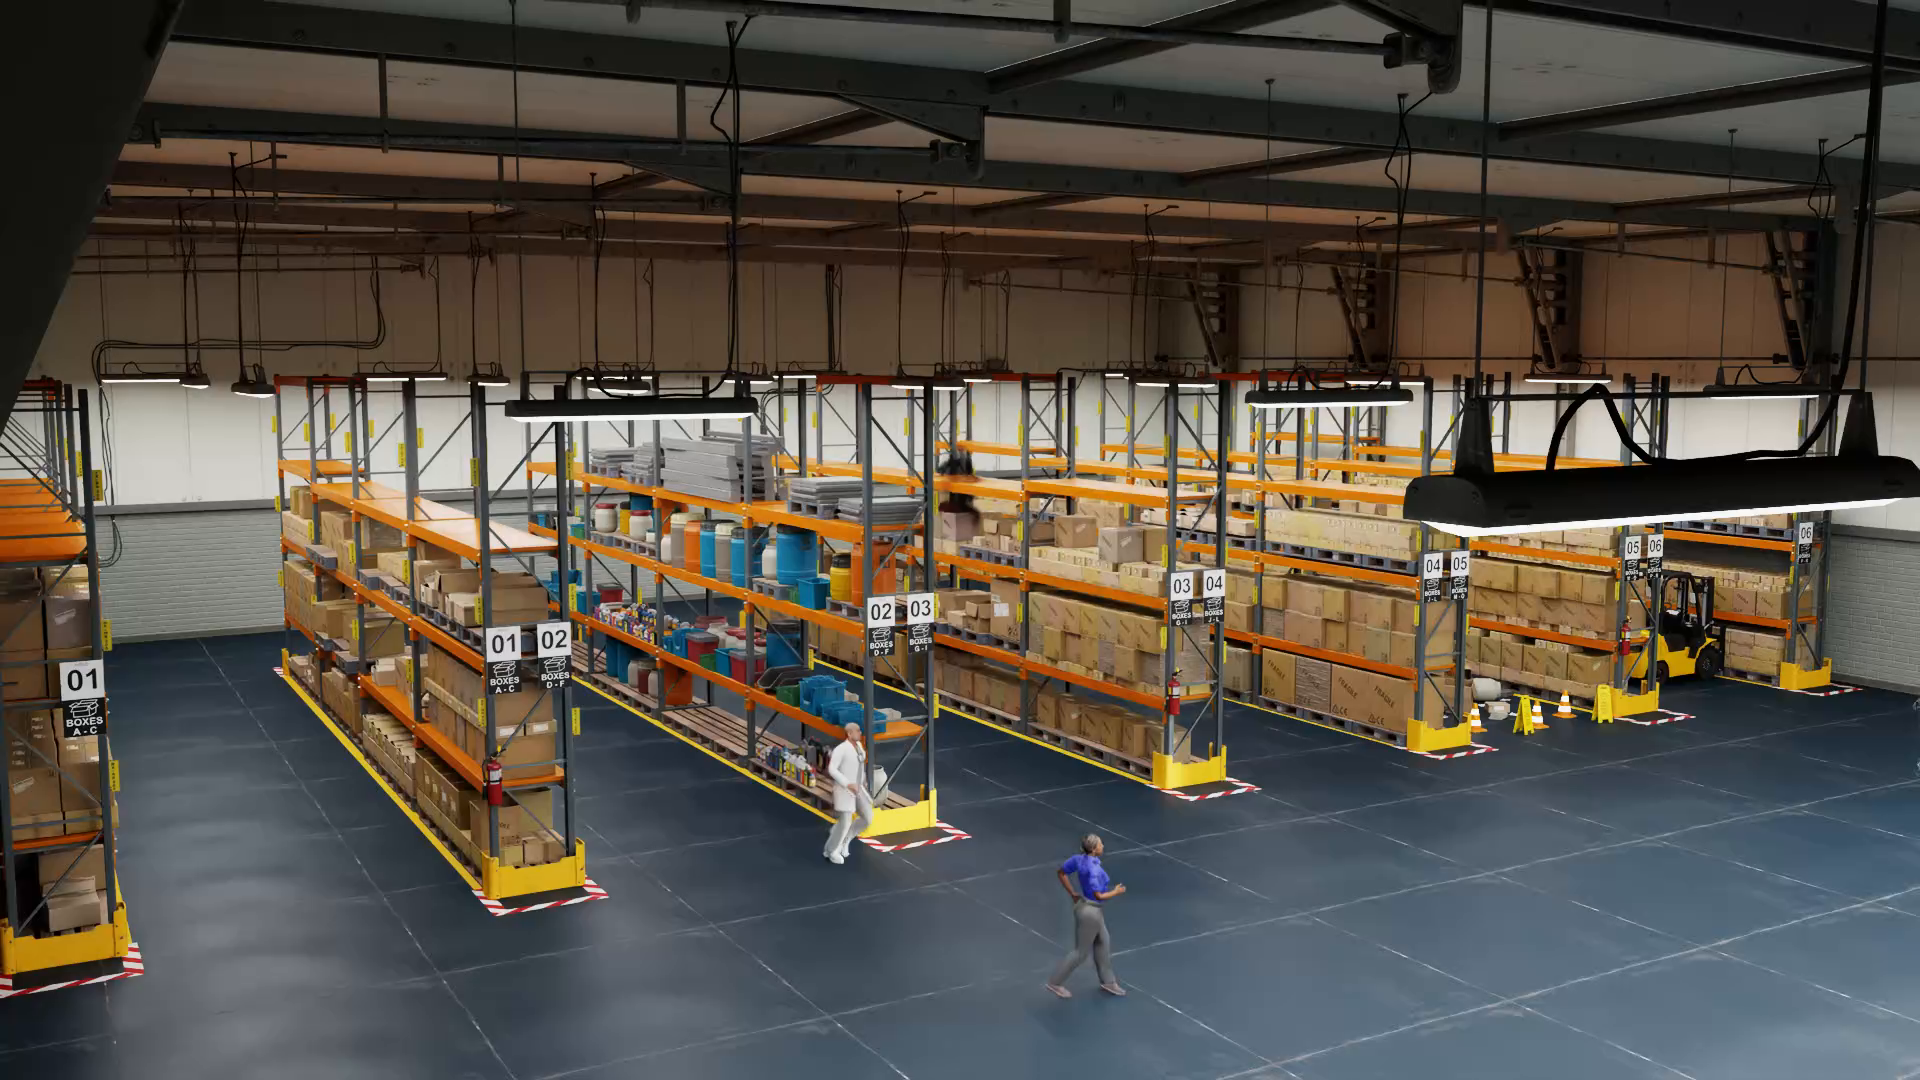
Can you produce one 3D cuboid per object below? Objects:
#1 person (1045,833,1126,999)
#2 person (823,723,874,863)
[{"bbox_3d":[1.247,3.716,16.336,0.854,1.699,0.574,-1,6,-9],"label":"person"},{"bbox_3d":[-1.369,3.176,21.071,0.591,1.722,0.774,4,8,34],"label":"person"}]
